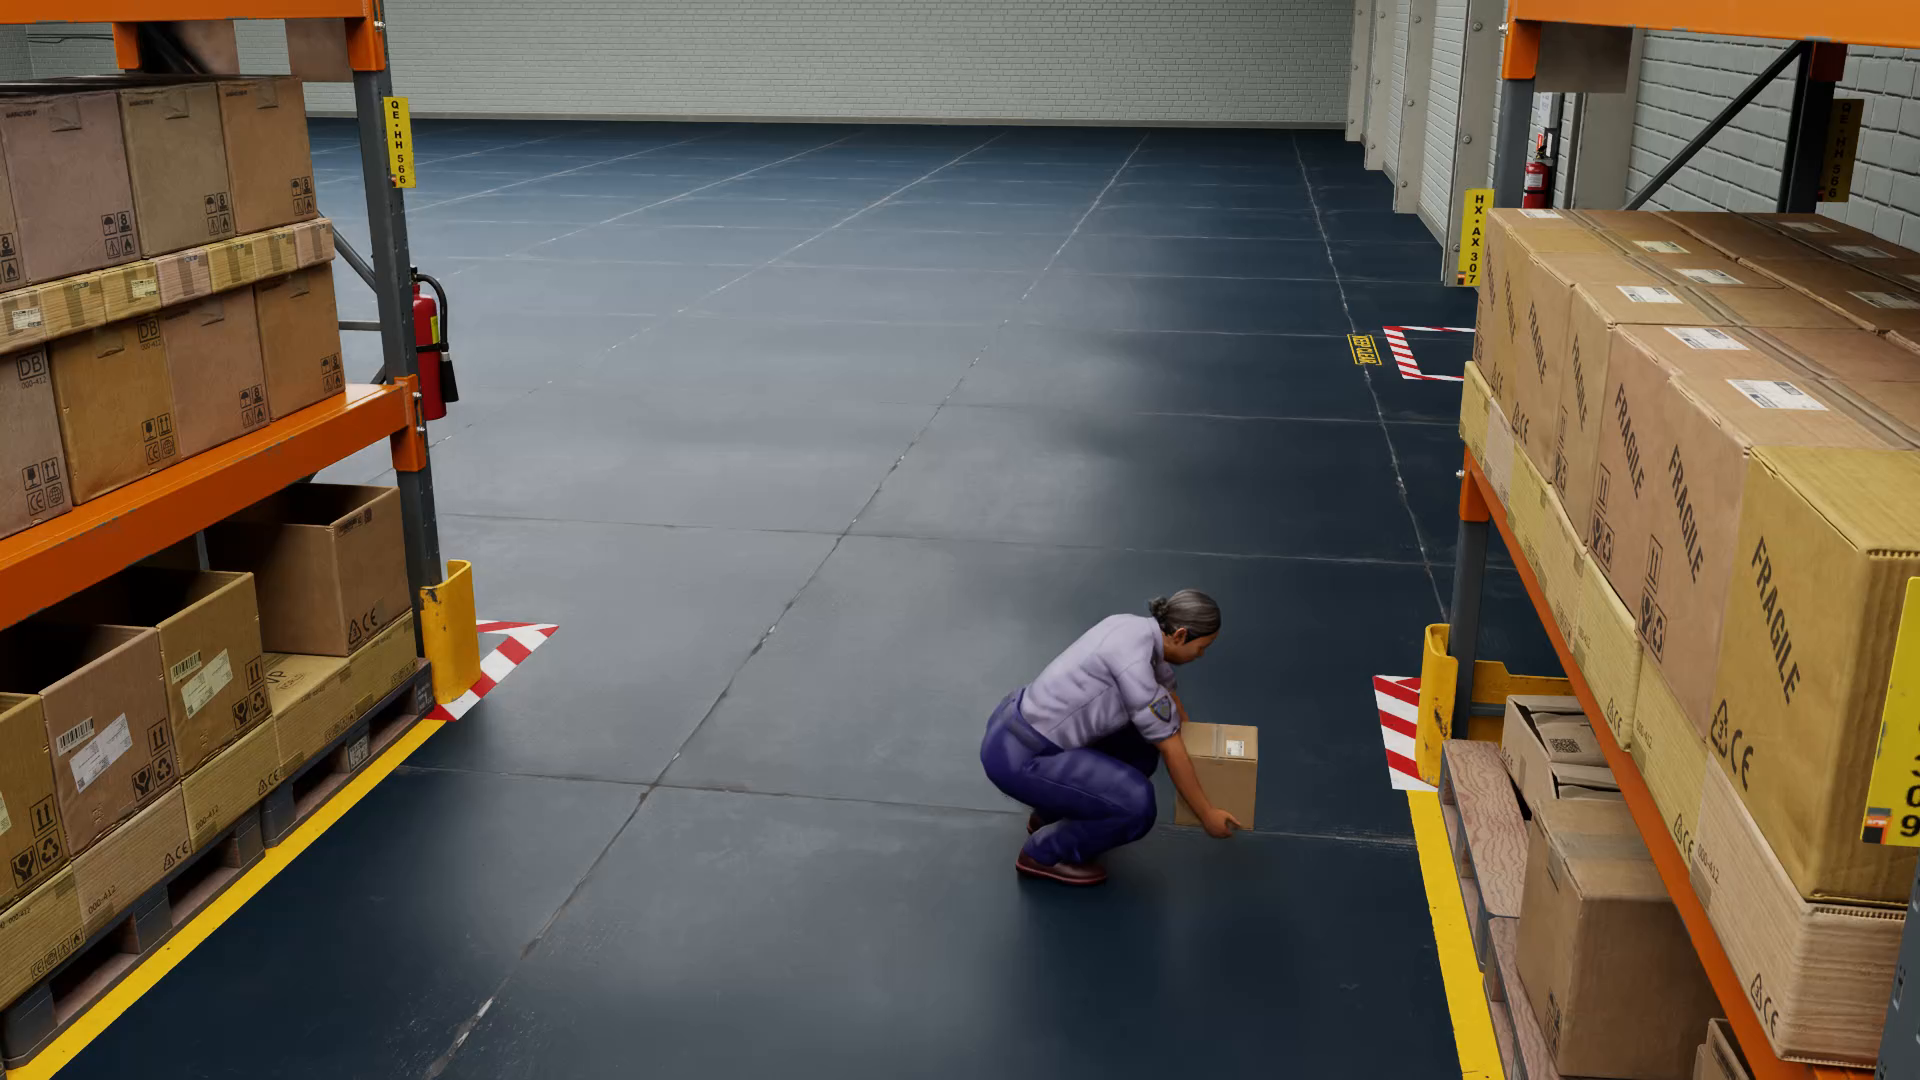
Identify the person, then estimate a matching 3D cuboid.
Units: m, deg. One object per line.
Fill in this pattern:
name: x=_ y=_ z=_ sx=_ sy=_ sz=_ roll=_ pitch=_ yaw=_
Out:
person: x=0.496 y=0.613 z=5.366 sx=0.845 sy=0.940 sz=0.516 roll=3 pitch=18 yaw=8
